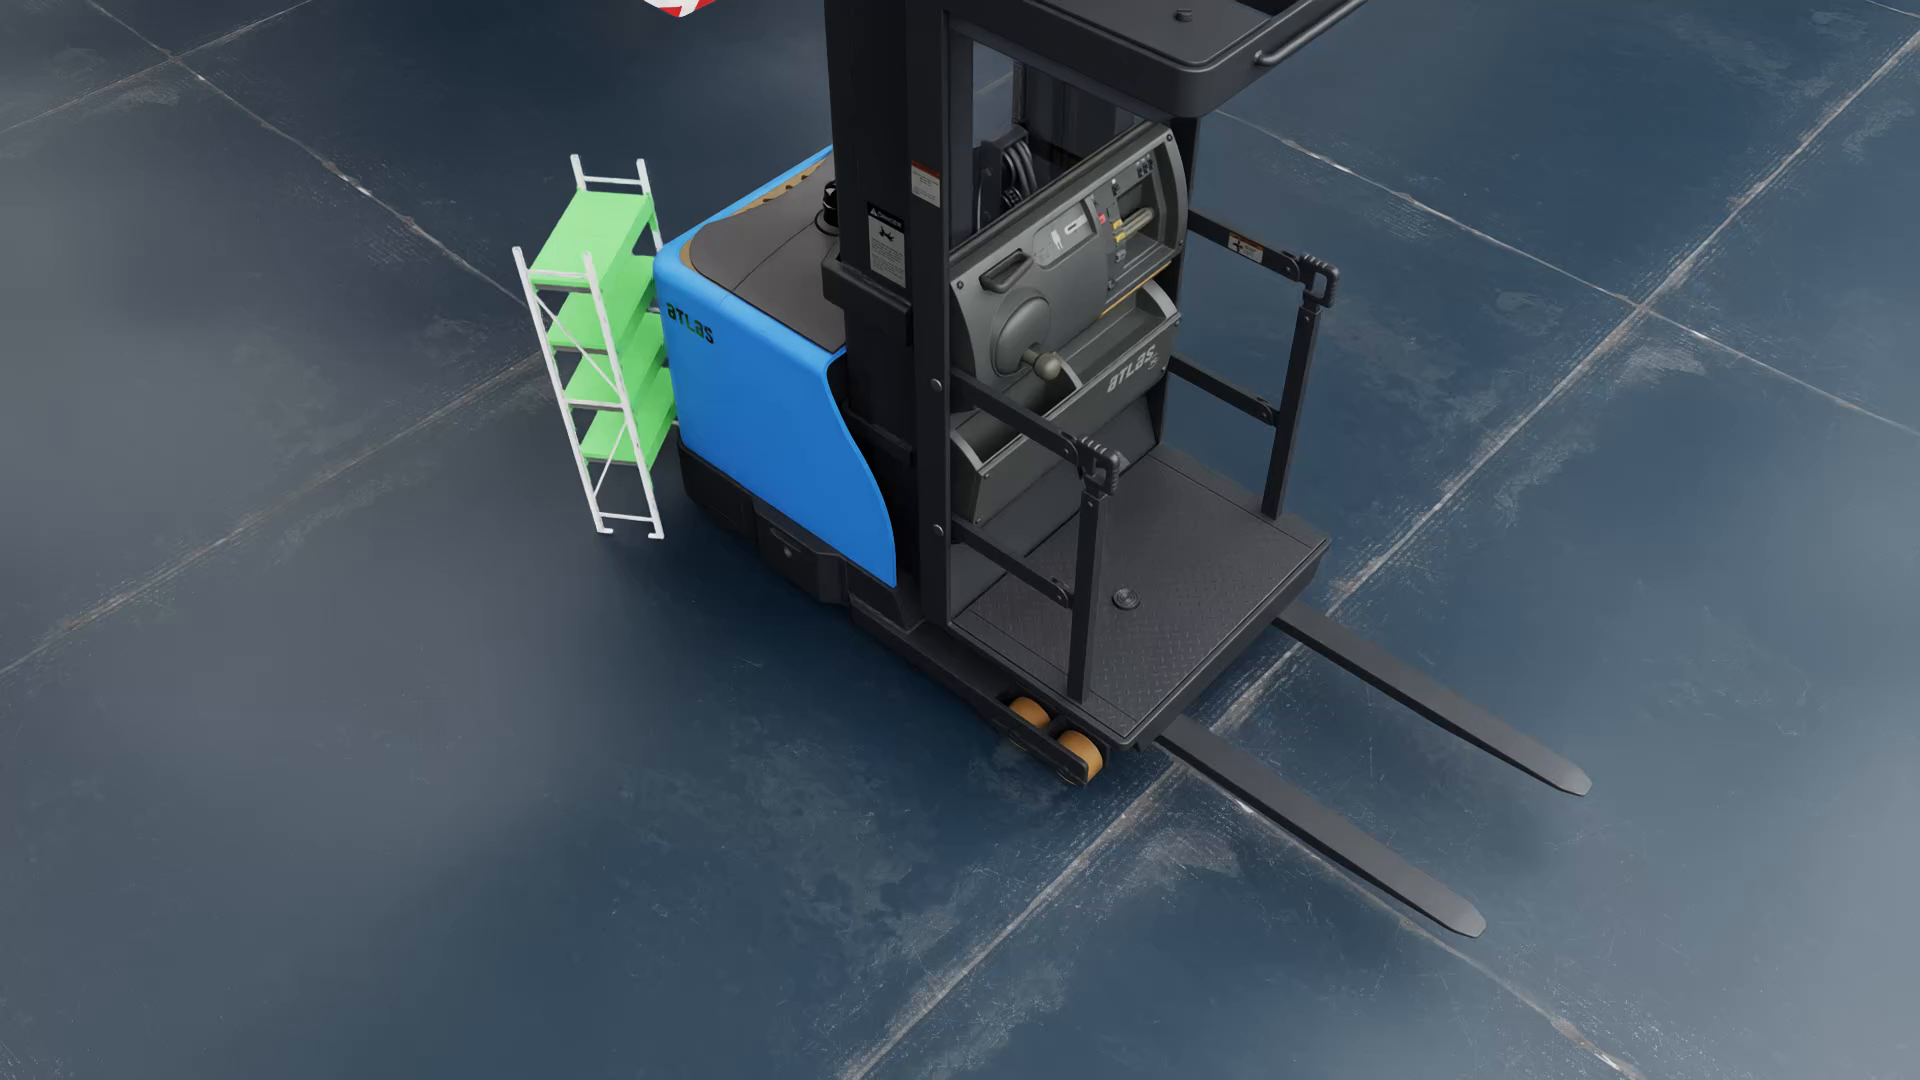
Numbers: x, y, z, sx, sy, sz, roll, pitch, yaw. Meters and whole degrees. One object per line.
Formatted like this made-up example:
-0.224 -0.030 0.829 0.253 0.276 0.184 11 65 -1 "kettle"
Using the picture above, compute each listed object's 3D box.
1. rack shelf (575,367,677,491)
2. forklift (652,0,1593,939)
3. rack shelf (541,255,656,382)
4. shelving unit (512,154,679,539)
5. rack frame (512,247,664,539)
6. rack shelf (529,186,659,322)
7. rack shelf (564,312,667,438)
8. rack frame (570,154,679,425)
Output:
-1.108 -0.400 5.709 0.258 0.148 0.480 6 47 10 "rack shelf"
0.470 -0.699 4.396 3.031 2.935 1.130 33 55 27 "forklift"
-1.134 -0.732 5.364 0.258 0.148 0.480 6 47 10 "rack shelf"
-1.124 -0.610 5.490 0.258 1.200 0.503 6 47 10 "shelving unit"
-1.172 -0.436 5.326 0.240 1.200 0.015 6 47 10 "rack frame"
-1.146 -0.898 5.191 0.258 0.148 0.480 6 47 10 "rack shelf"
-1.121 -0.566 5.536 0.258 0.148 0.480 6 47 10 "rack shelf"
-1.077 -0.785 5.654 0.240 1.200 0.015 6 47 10 "rack frame"
